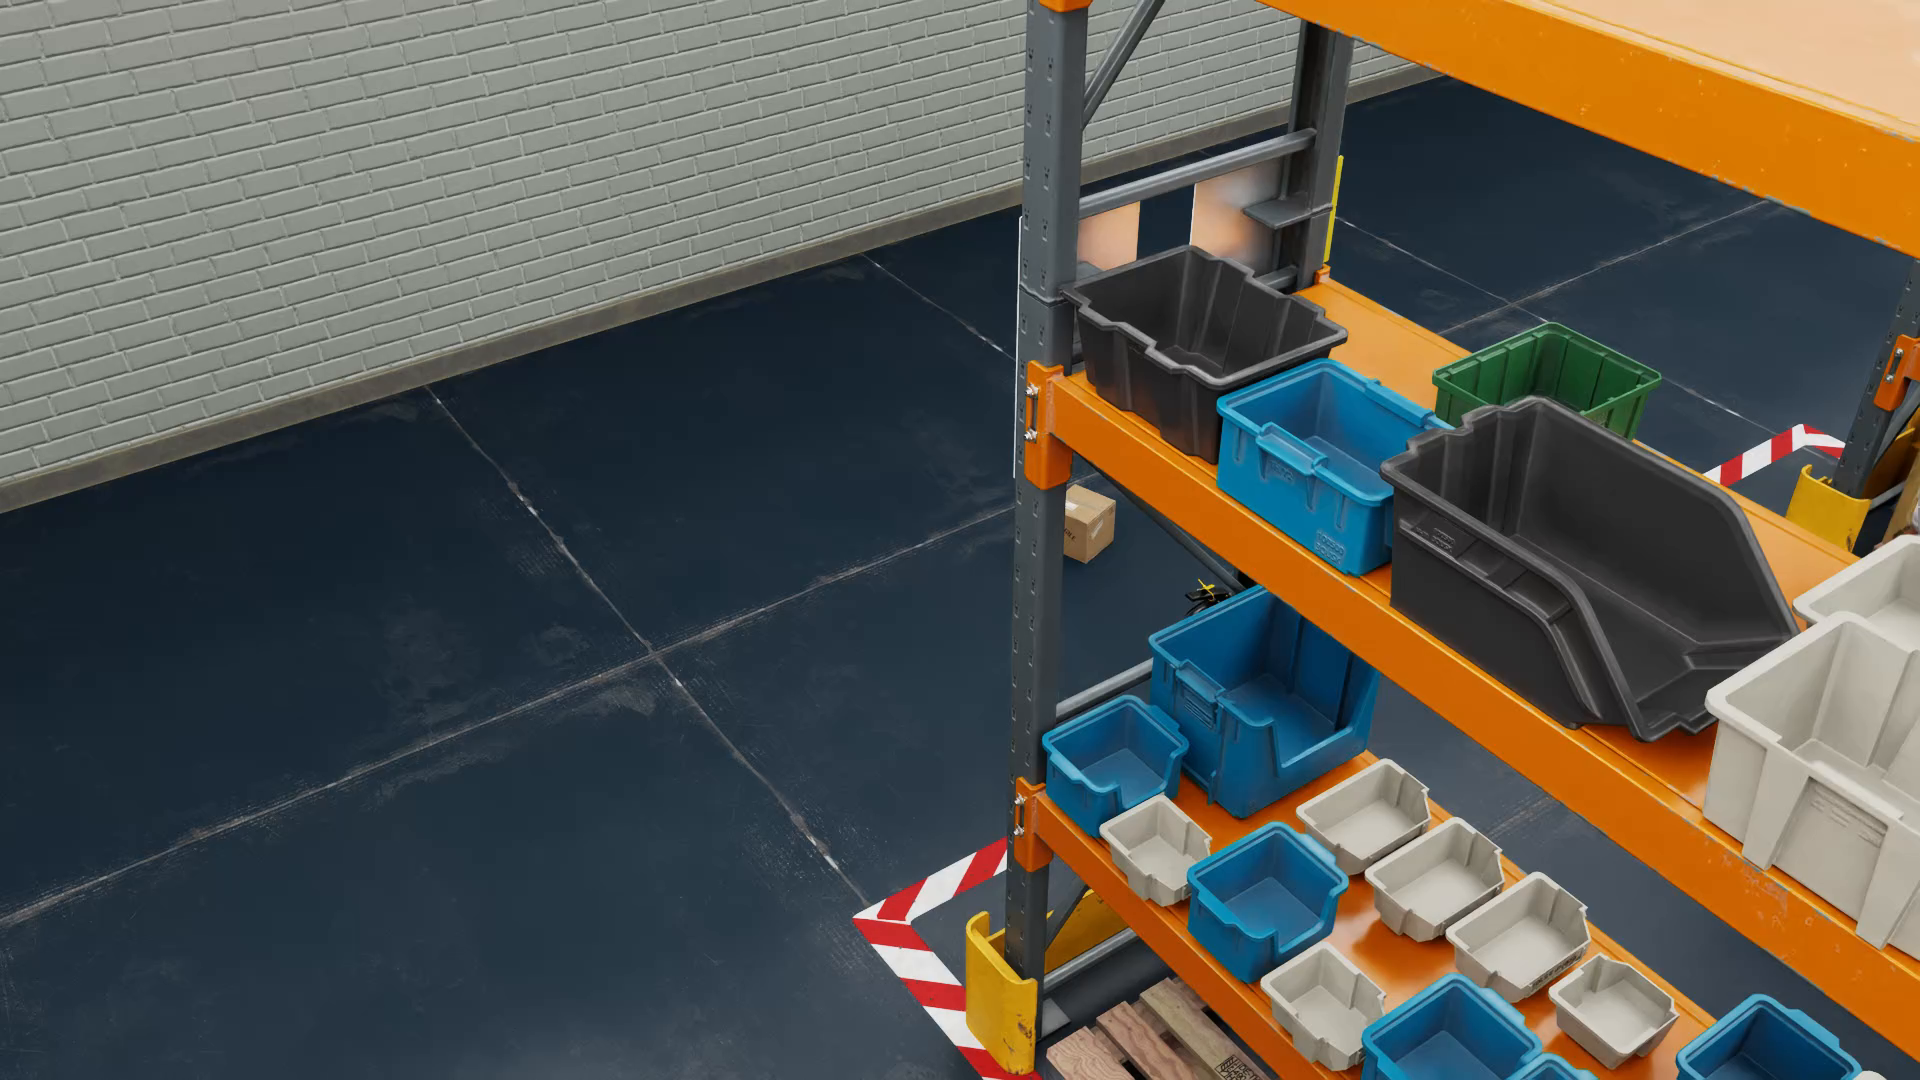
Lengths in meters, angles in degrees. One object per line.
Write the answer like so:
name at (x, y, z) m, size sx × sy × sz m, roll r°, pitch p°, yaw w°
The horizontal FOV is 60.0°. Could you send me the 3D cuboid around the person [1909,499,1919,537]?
person at (3.952, 0.331, 6.514) m, size 0.920 × 1.724 × 0.538 m, roll 16°, pitch 39°, yaw 21°
